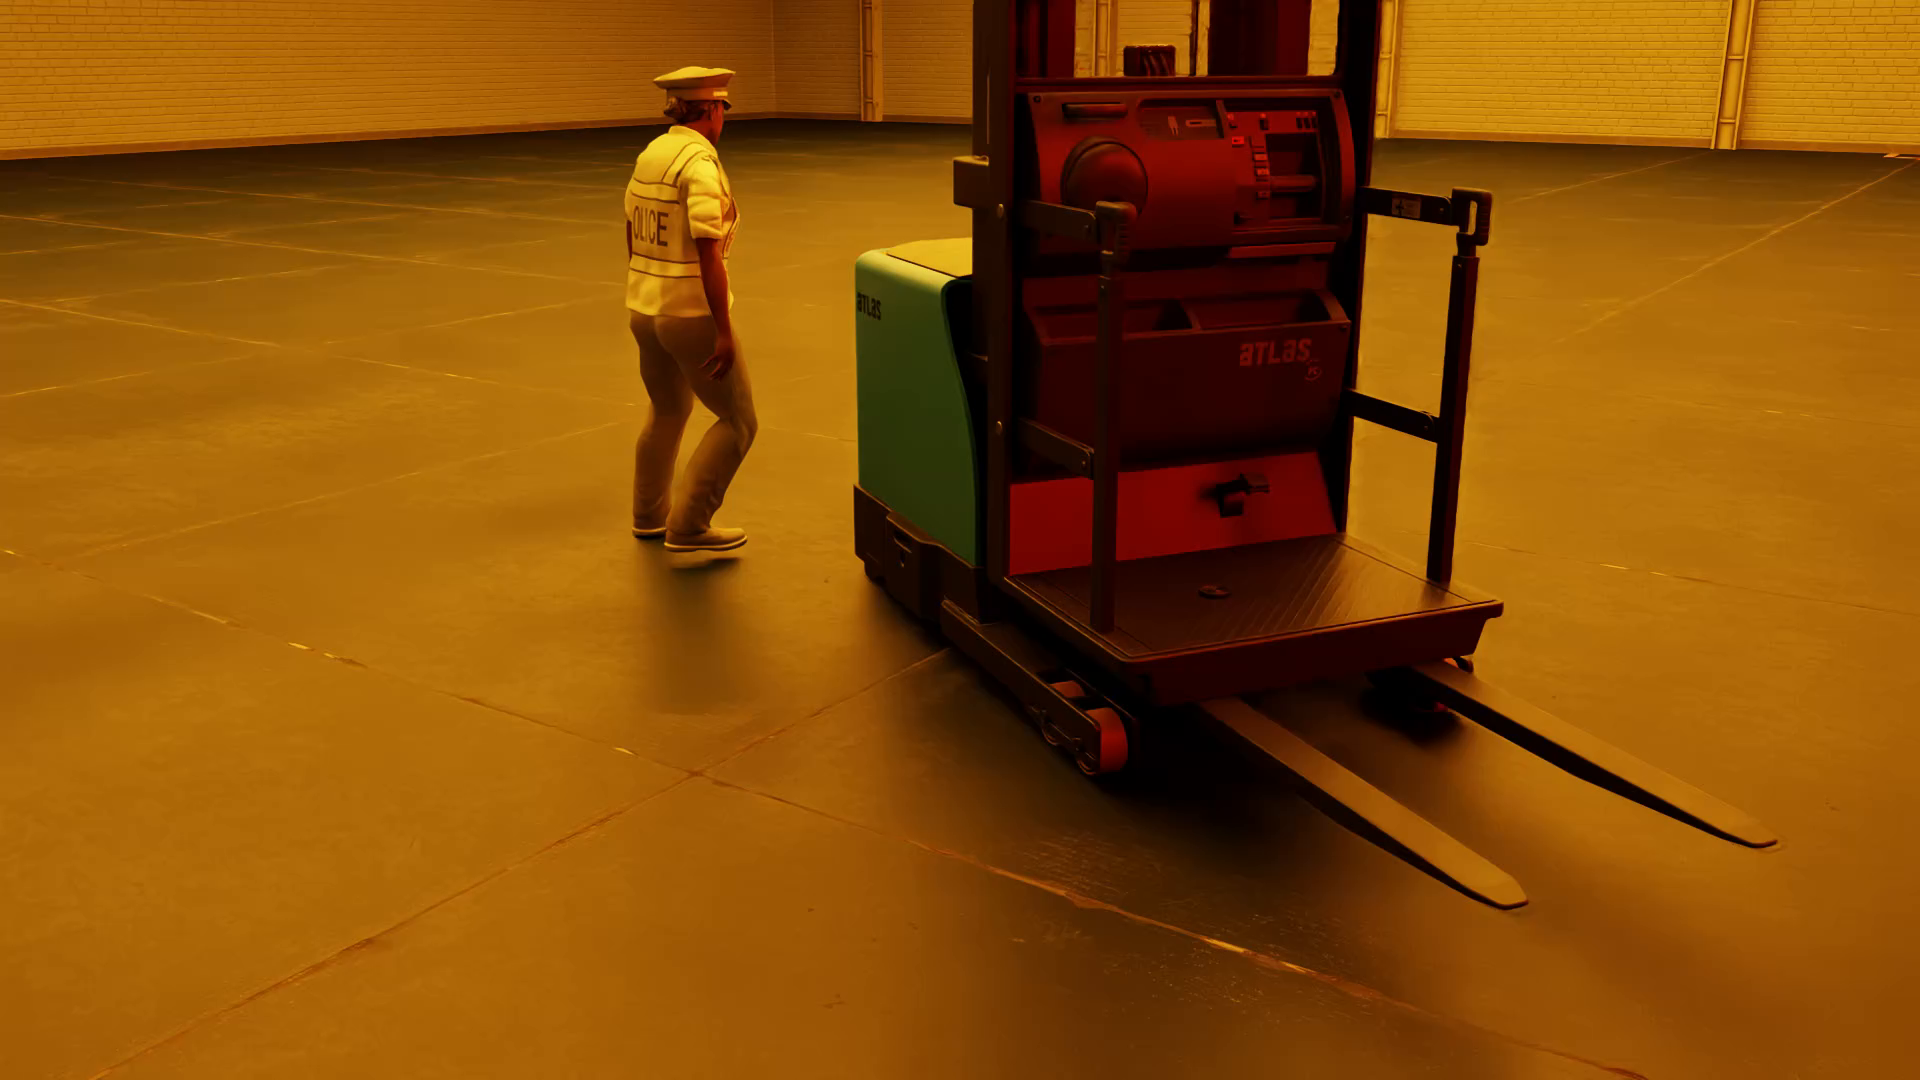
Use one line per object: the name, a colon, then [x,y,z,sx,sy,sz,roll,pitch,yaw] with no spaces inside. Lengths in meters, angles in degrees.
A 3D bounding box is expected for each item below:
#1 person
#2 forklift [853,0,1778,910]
person: [-0.928,-0.750,5.615,0.389,1.632,0.727,-13,21,-38]
forklift: [0.689,-0.970,4.075,1.130,2.935,3.031,-7,18,-22]
